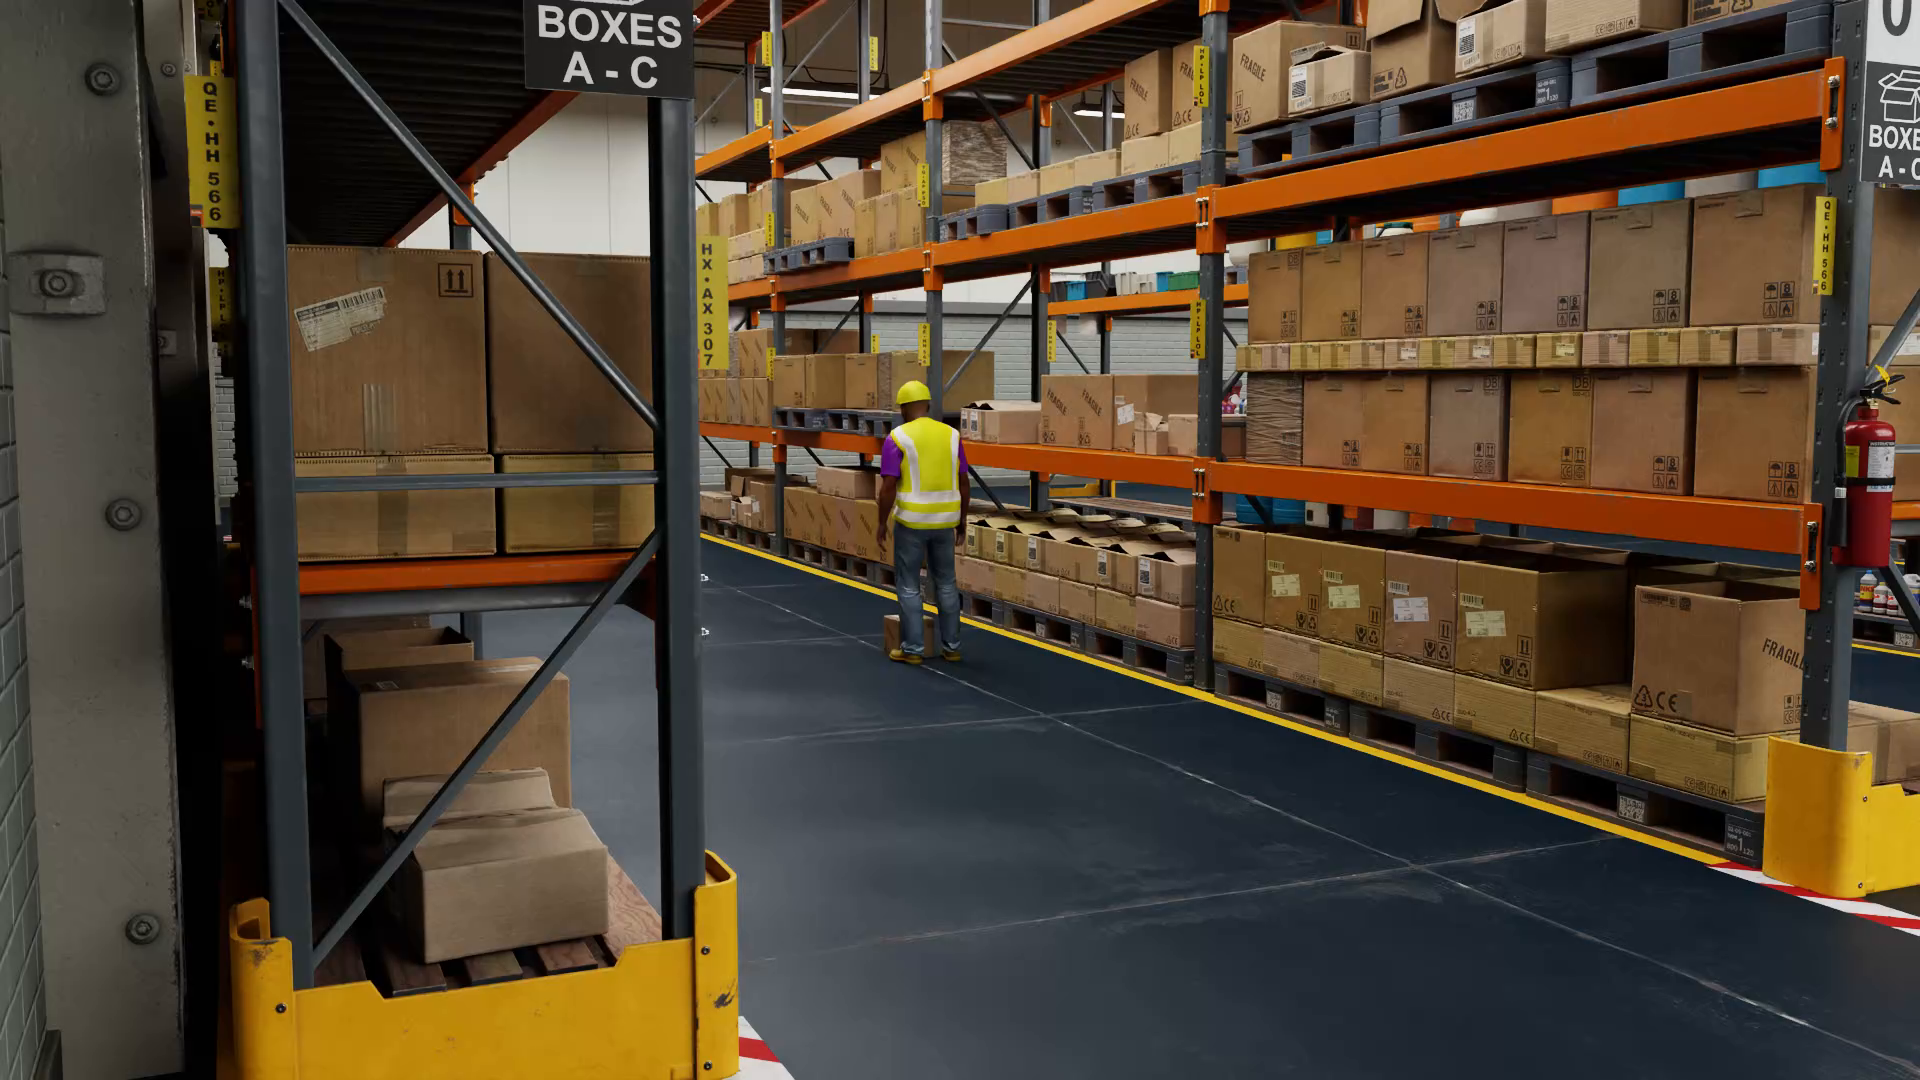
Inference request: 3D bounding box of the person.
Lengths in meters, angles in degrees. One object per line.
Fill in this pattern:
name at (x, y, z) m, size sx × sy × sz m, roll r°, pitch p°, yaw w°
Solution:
person at (-0.234, -0.113, 10.384) m, size 0.632 × 1.759 × 0.462 m, roll -3°, pitch 6°, yaw -27°
